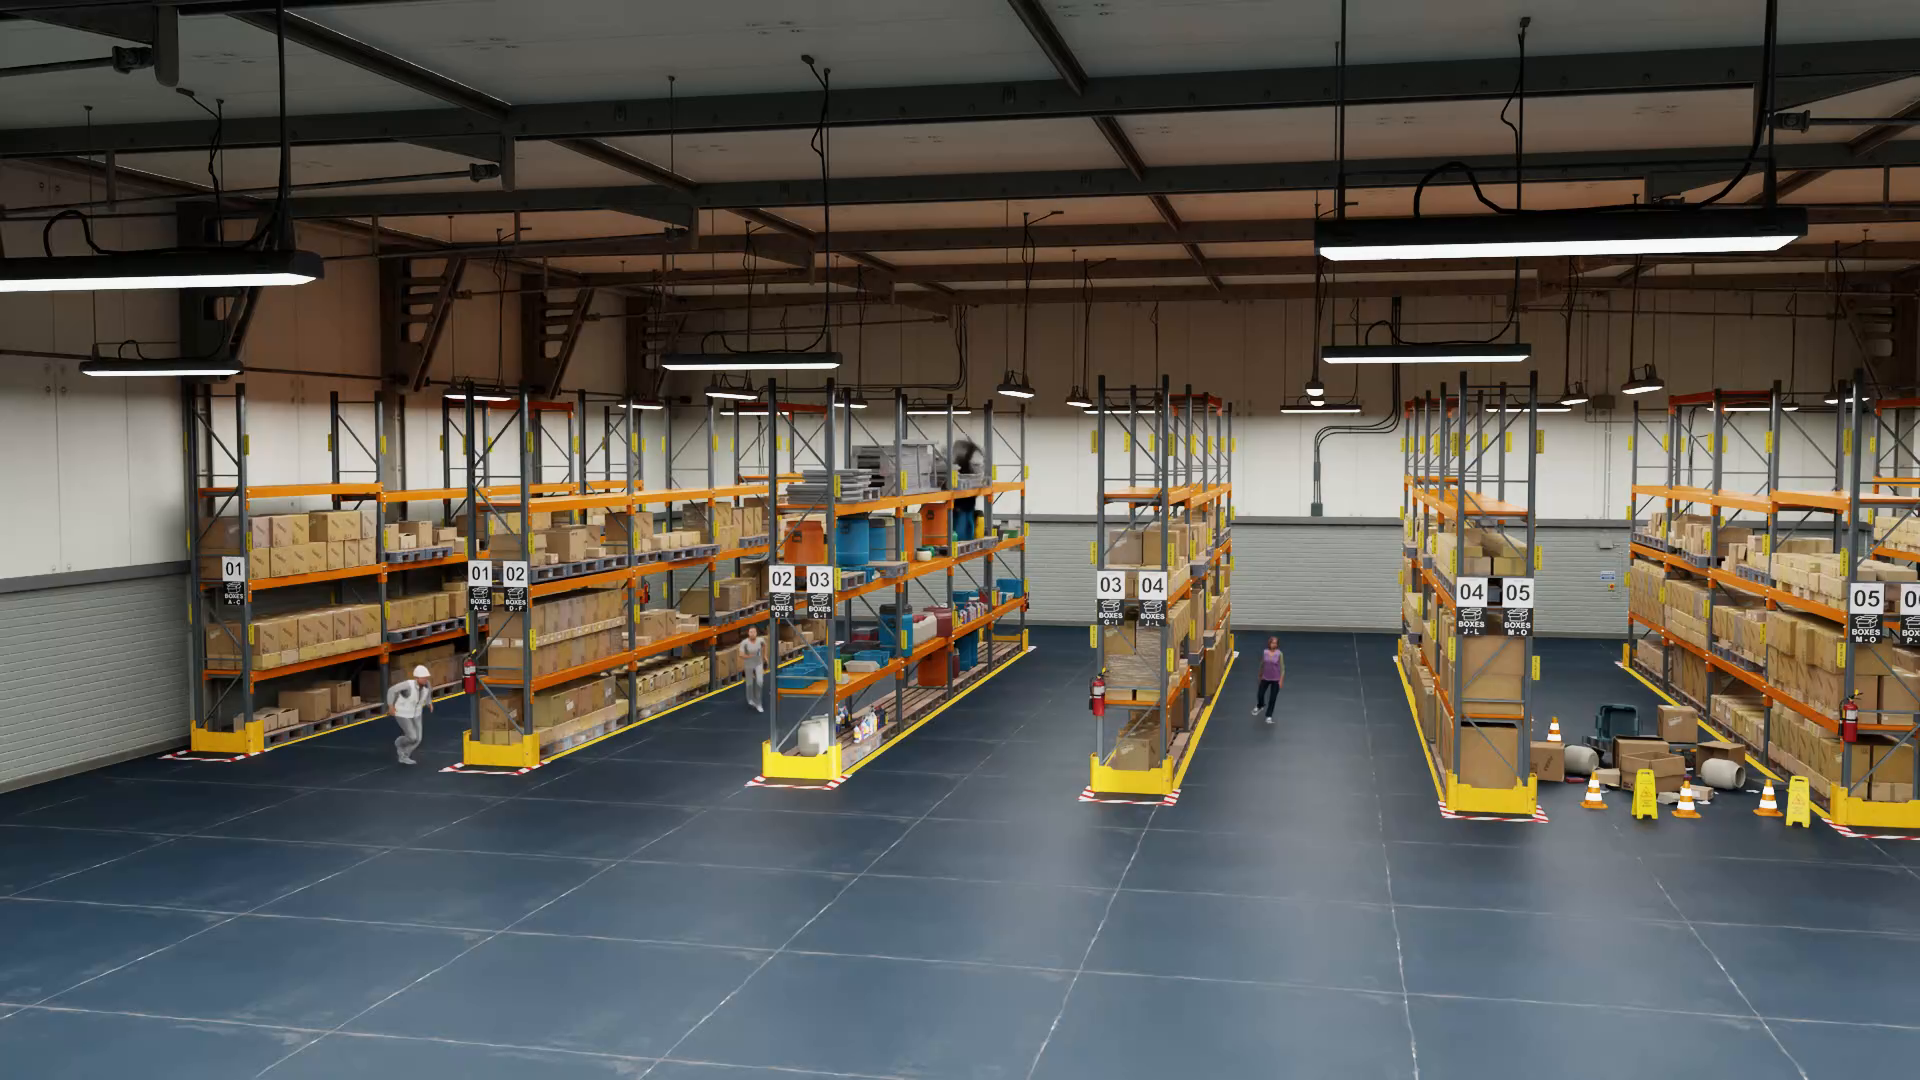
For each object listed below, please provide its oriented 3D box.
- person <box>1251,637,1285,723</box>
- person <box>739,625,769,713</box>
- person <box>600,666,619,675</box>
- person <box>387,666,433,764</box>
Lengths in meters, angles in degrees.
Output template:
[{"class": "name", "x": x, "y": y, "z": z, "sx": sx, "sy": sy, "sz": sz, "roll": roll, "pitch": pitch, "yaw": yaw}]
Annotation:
[{"class": "person", "x": 5.548, "y": 2.508, "z": 29.941, "sx": 0.653, "sy": 1.559, "sz": 0.510, "roll": 1, "pitch": 4, "yaw": 24}, {"class": "person", "x": -3.879, "y": 2.449, "z": 31.309, "sx": 0.562, "sy": 1.551, "sz": 0.947, "roll": -1, "pitch": 3, "yaw": -10}, {"class": "person", "x": -7.173, "y": 2.219, "z": 33.545, "sx": 0.660, "sy": 1.705, "sz": 0.875, "roll": 1, "pitch": 3, "yaw": 10}, {"class": "person", "x": -8.544, "y": 2.733, "z": 25.860, "sx": 0.819, "sy": 1.592, "sz": 0.686, "roll": 3, "pitch": 4, "yaw": 38}]
